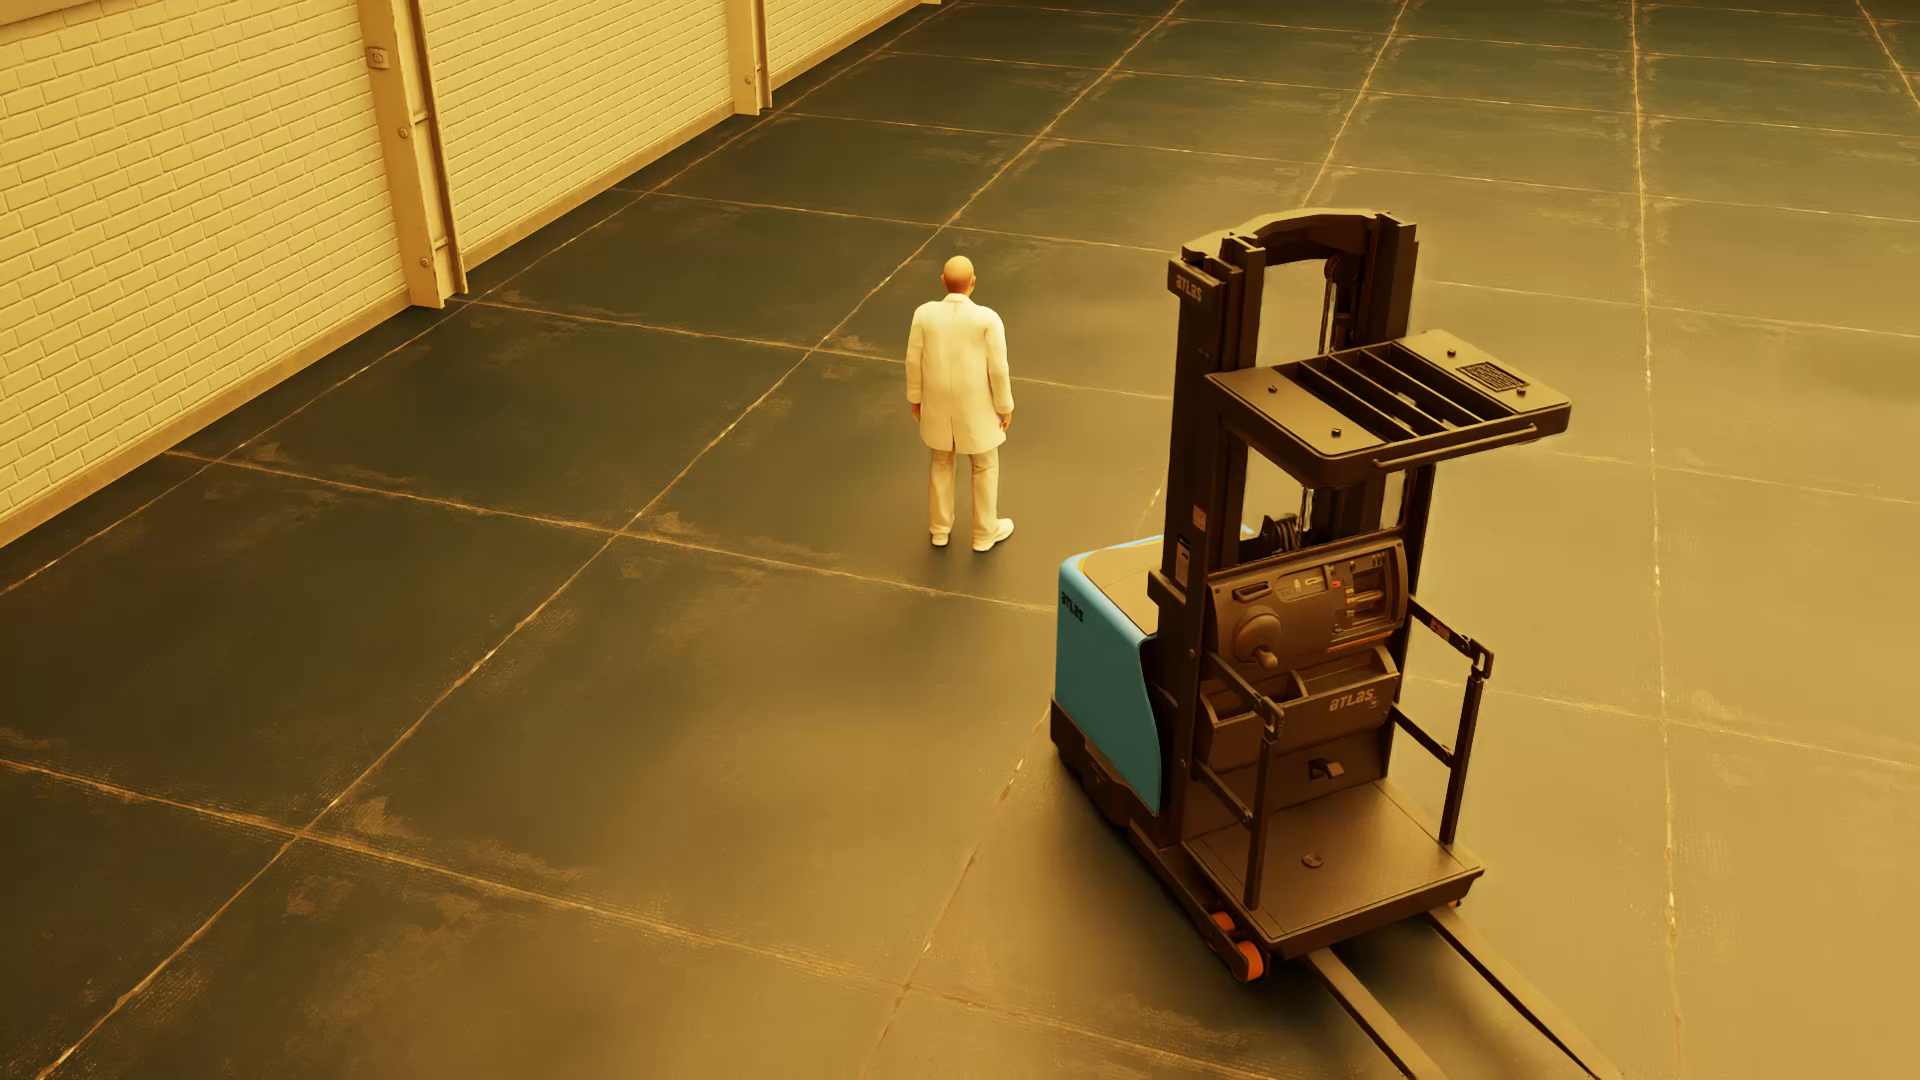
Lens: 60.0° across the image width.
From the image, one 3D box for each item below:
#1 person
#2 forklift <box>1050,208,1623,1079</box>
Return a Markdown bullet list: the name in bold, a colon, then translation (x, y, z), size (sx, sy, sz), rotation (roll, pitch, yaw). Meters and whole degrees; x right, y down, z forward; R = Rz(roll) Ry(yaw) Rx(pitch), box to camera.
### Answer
- **person**: translation (0.001, -0.787, 9.686), size (0.644, 1.773, 0.431), rotation (9, 31, 15)
- **forklift**: translation (1.519, 0.308, 6.596), size (1.130, 2.935, 3.031), rotation (-13, 32, -21)
